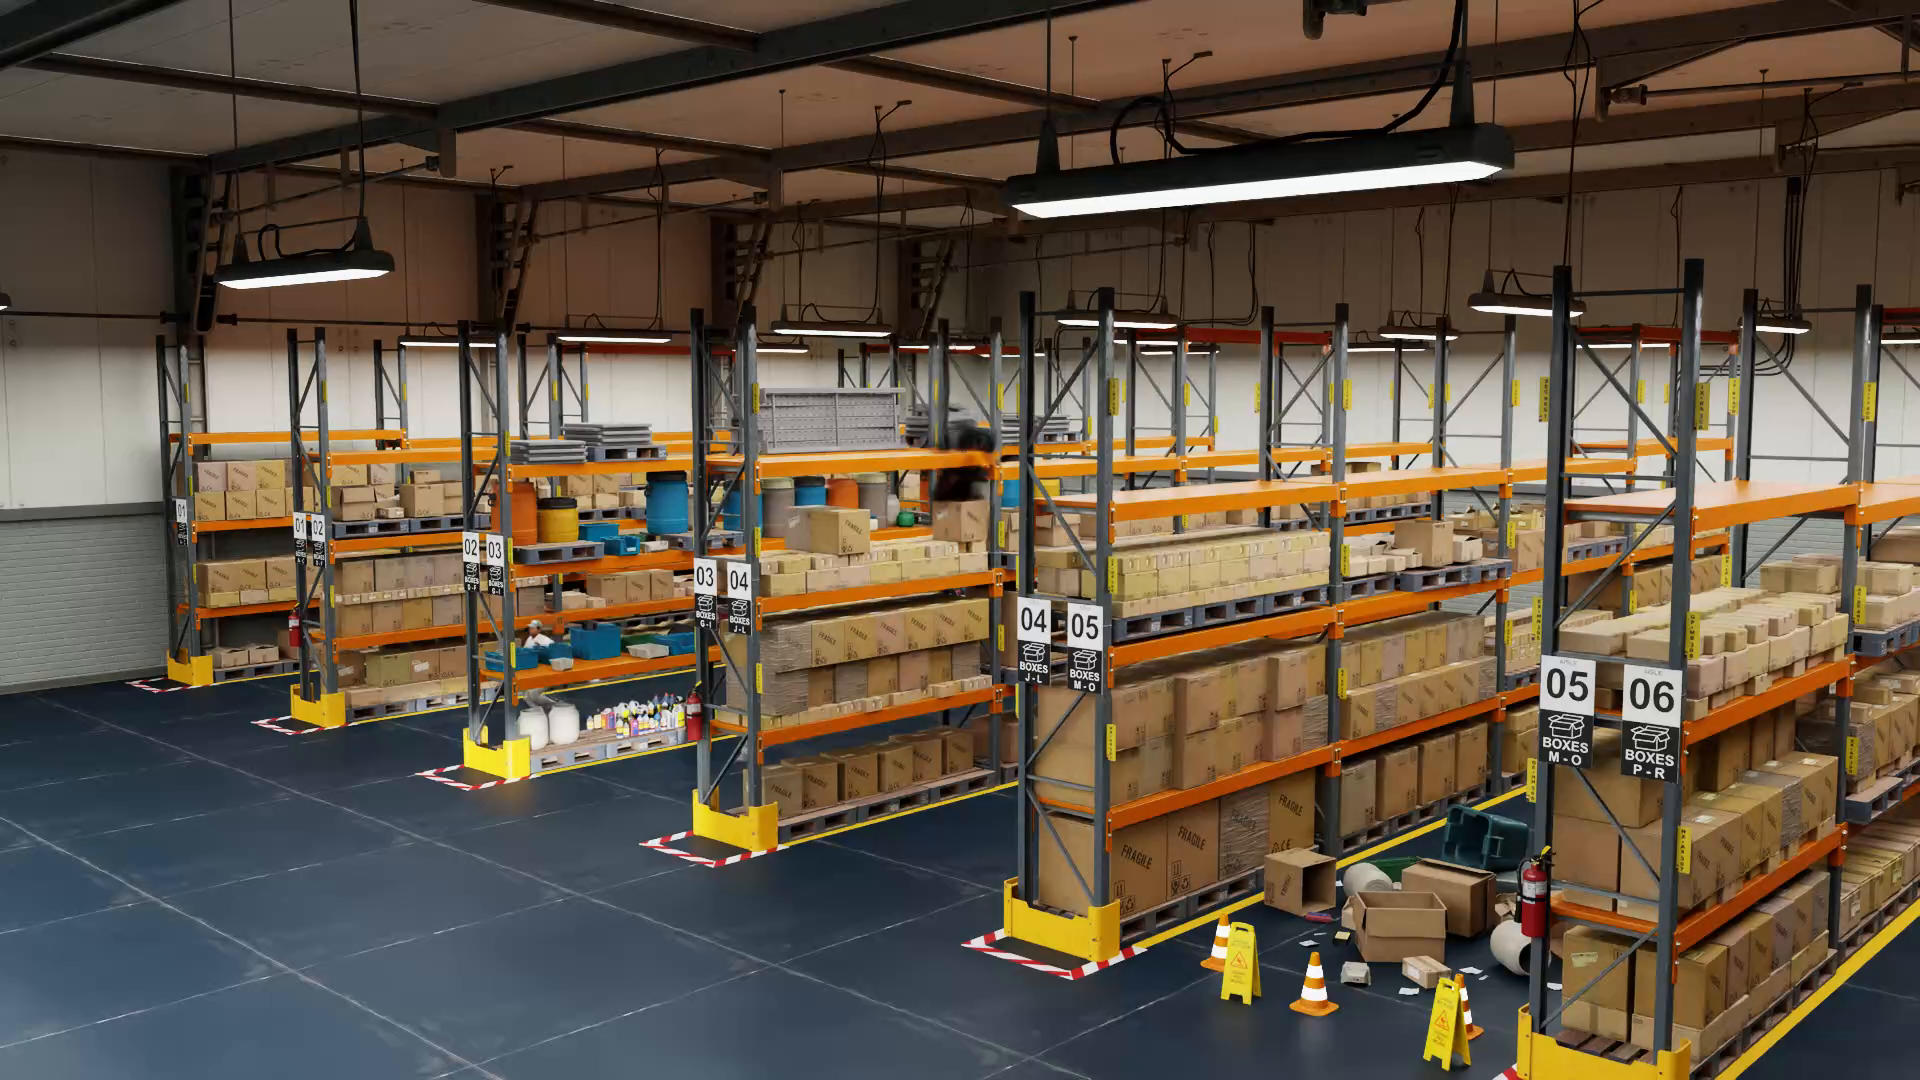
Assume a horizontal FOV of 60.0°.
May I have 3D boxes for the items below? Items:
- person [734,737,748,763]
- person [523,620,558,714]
[{"bbox_3d":[-2.703,1.975,21.663,0.661,1.771,0.722,3,6,31],"label":"person"},{"bbox_3d":[-6.364,2.005,25.064,0.586,1.621,0.543,4,7,37],"label":"person"}]
